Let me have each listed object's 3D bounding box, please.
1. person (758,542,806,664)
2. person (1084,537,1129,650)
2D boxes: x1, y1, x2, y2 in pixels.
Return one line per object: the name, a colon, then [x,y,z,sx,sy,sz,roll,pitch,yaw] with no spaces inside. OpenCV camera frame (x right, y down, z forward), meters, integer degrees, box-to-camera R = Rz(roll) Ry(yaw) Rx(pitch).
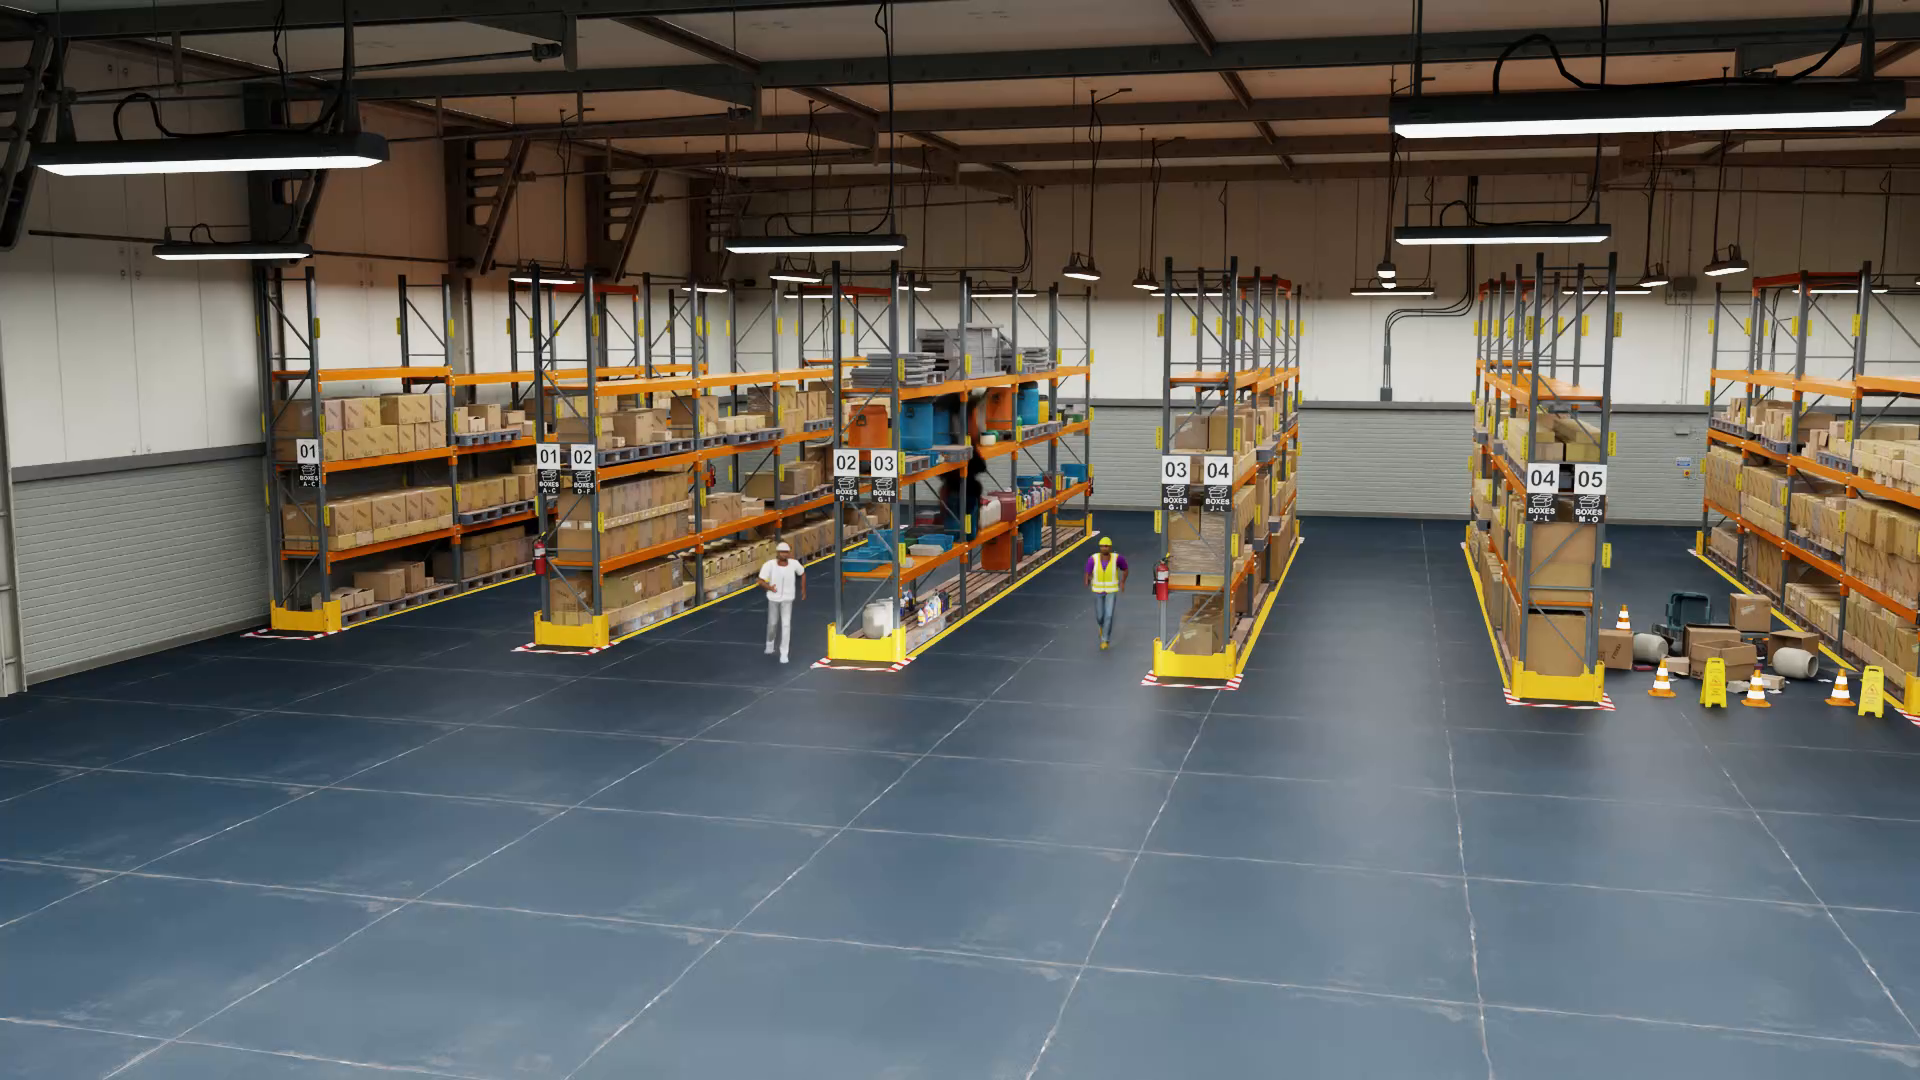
person: [-2.694,0.935,25.239,0.738,1.829,0.798,-1,7,-9]
person: [2.308,0.809,26.284,0.686,1.745,0.893,1,7,12]
